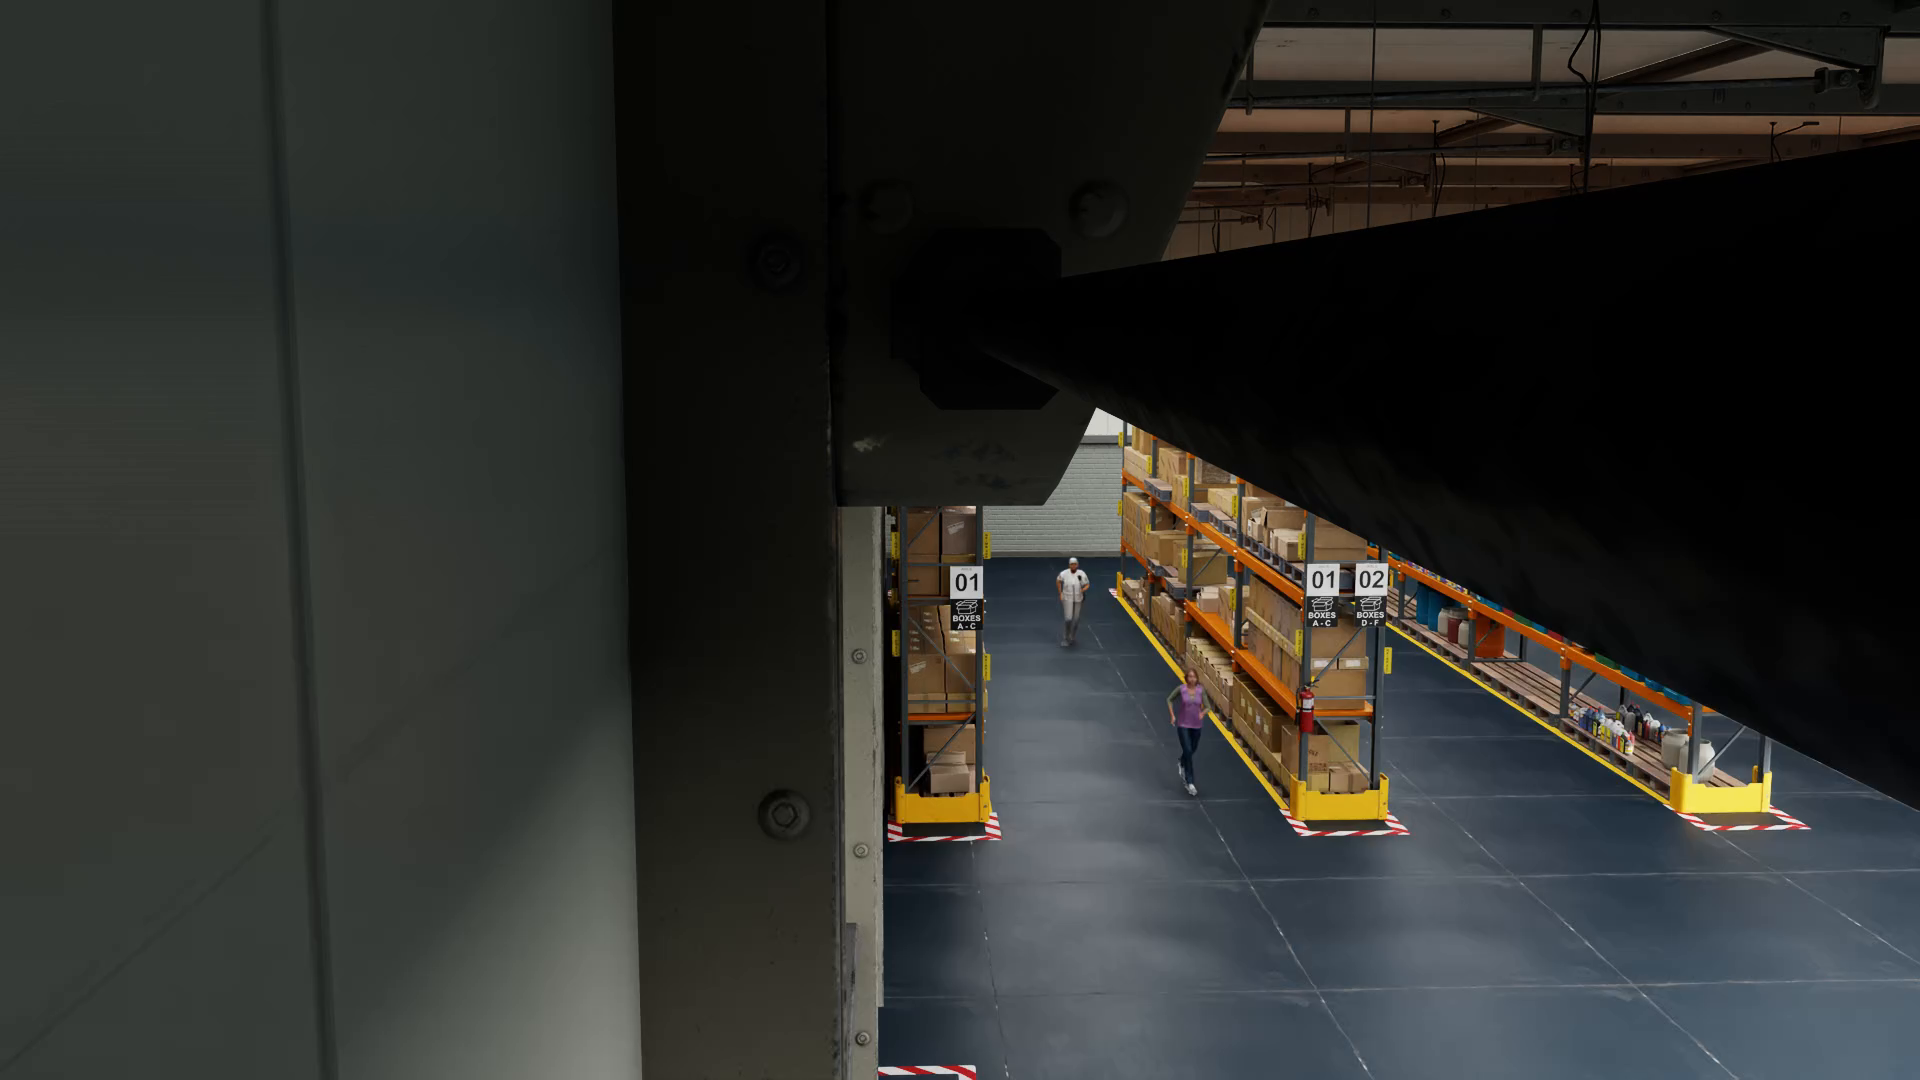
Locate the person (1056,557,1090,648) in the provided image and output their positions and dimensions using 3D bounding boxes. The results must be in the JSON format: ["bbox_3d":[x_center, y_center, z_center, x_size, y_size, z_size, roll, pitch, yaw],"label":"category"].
[{"bbox_3d":[2.124,1.161,31.088,0.596,1.702,0.722,-1,8,-6],"label":"person"}]

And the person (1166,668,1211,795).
[{"bbox_3d":[3.016,2.472,21.869,0.524,1.579,0.858,-2,8,-11],"label":"person"}]
